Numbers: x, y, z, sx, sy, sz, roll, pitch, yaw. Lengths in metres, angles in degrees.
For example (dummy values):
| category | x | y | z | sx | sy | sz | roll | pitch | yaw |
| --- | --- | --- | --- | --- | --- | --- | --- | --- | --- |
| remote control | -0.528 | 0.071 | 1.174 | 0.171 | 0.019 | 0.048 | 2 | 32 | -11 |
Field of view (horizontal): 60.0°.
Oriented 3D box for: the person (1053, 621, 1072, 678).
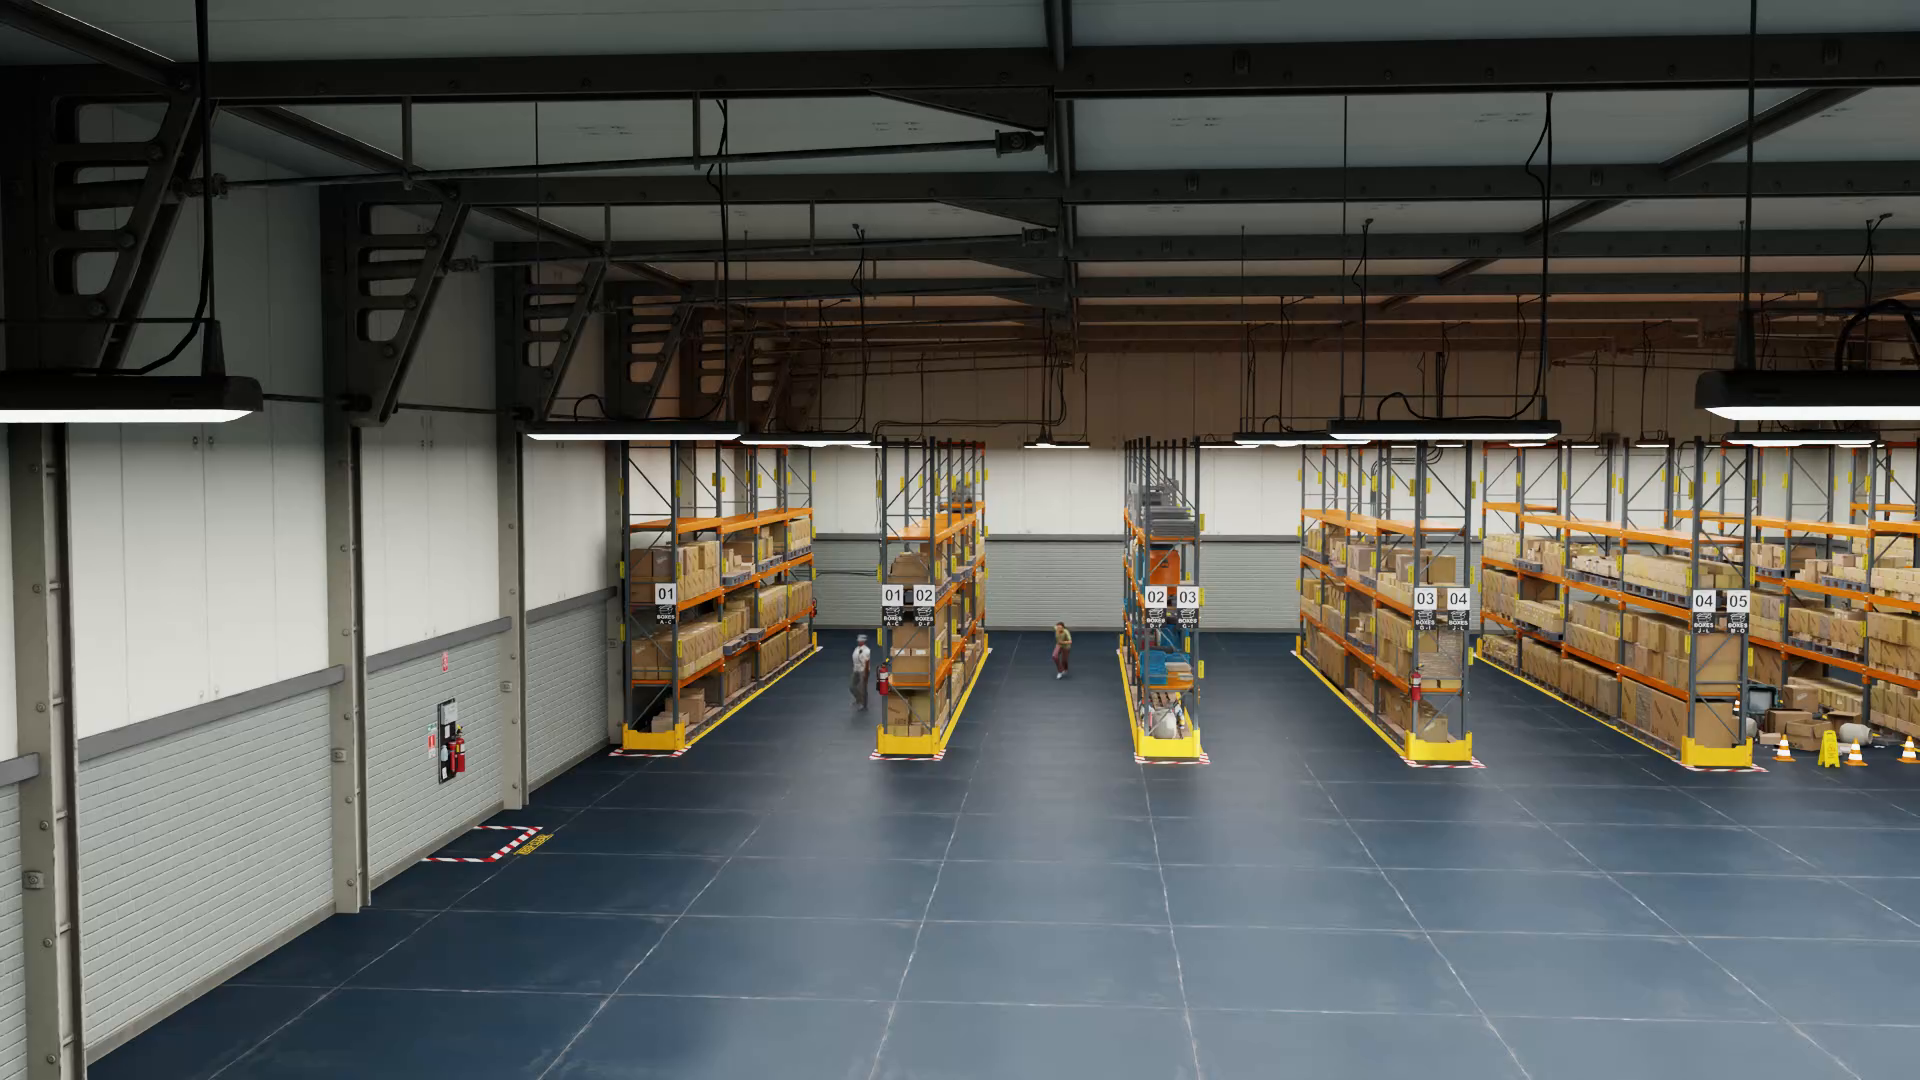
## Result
| category | x | y | z | sx | sy | sz | roll | pitch | yaw |
| --- | --- | --- | --- | --- | --- | --- | --- | --- | --- |
| person | 2.639 | 2.756 | 42.182 | 0.572 | 1.460 | 1.099 | 1 | 3 | 21 |

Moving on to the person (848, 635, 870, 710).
| category | x | y | z | sx | sy | sz | roll | pitch | yaw |
| --- | --- | --- | --- | --- | --- | --- | --- | --- | --- |
| person | -2.218 | 2.931 | 36.816 | 0.614 | 1.697 | 0.467 | 2 | 4 | 39 |
